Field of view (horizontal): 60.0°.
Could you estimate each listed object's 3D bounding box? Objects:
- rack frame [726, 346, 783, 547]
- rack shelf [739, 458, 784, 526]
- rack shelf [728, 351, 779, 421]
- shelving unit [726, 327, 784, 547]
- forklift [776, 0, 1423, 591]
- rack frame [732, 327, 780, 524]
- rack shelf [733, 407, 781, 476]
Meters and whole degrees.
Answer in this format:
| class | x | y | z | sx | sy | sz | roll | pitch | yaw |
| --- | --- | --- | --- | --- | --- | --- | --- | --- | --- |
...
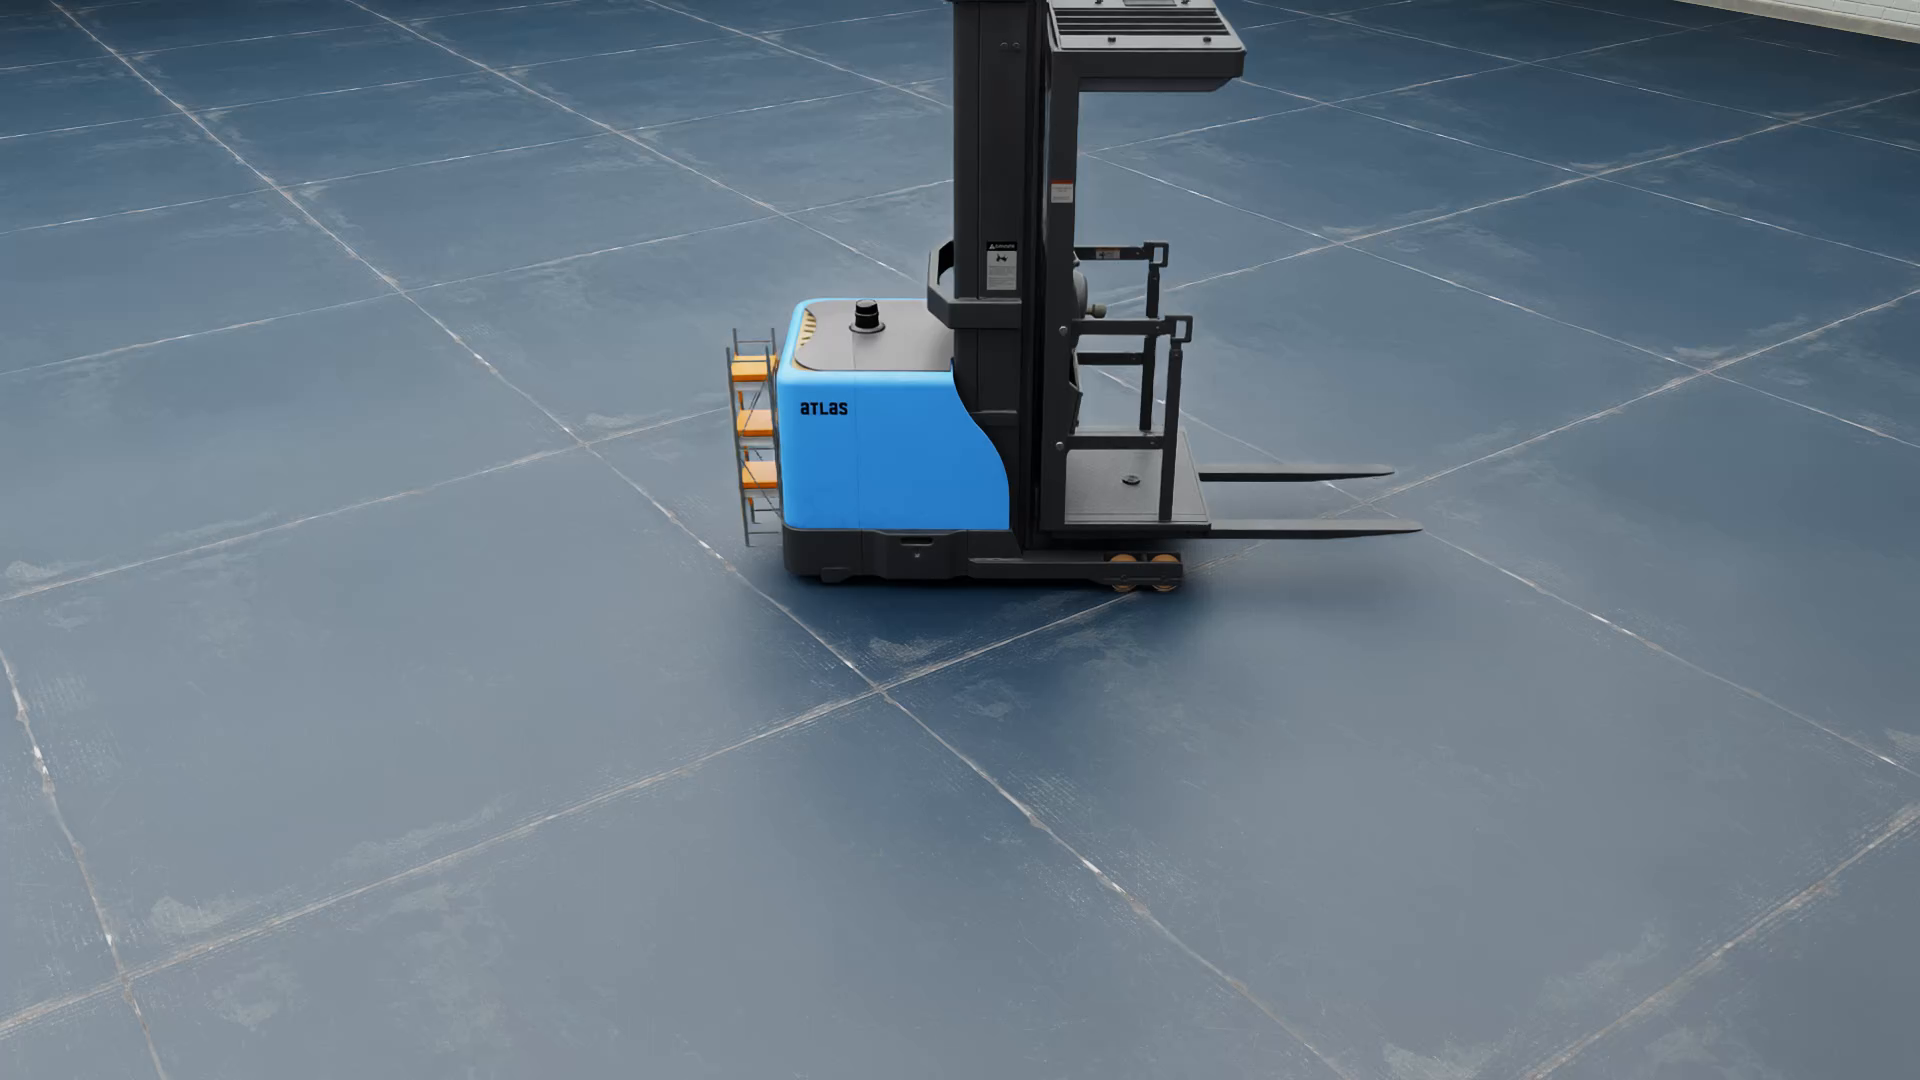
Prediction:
| class | x | y | z | sx | sy | sz | roll | pitch | yaw |
| --- | --- | --- | --- | --- | --- | --- | --- | --- | --- |
| rack frame | -0.969 | -0.432 | 7.939 | 0.200 | 1.050 | 0.008 | -1 | 28 | 1 |
| rack shelf | -0.960 | -0.237 | 8.184 | 0.215 | 0.259 | 0.240 | -1 | 28 | 1 |
| rack shelf | -0.976 | -0.730 | 7.916 | 0.215 | 0.259 | 0.240 | -1 | 28 | 1 |
| shelving unit | -0.968 | -0.490 | 8.046 | 0.215 | 1.050 | 0.252 | -1 | 28 | 1 |
| forklift | 0.683 | -1.306 | 7.583 | 3.031 | 2.935 | 1.130 | 0 | 29 | 0 |
| rack frame | -0.967 | -0.549 | 8.153 | 0.200 | 1.050 | 0.008 | -1 | 28 | 1 |
| rack shelf | -0.968 | -0.481 | 8.051 | 0.215 | 0.259 | 0.240 | -1 | 28 | 1 |
